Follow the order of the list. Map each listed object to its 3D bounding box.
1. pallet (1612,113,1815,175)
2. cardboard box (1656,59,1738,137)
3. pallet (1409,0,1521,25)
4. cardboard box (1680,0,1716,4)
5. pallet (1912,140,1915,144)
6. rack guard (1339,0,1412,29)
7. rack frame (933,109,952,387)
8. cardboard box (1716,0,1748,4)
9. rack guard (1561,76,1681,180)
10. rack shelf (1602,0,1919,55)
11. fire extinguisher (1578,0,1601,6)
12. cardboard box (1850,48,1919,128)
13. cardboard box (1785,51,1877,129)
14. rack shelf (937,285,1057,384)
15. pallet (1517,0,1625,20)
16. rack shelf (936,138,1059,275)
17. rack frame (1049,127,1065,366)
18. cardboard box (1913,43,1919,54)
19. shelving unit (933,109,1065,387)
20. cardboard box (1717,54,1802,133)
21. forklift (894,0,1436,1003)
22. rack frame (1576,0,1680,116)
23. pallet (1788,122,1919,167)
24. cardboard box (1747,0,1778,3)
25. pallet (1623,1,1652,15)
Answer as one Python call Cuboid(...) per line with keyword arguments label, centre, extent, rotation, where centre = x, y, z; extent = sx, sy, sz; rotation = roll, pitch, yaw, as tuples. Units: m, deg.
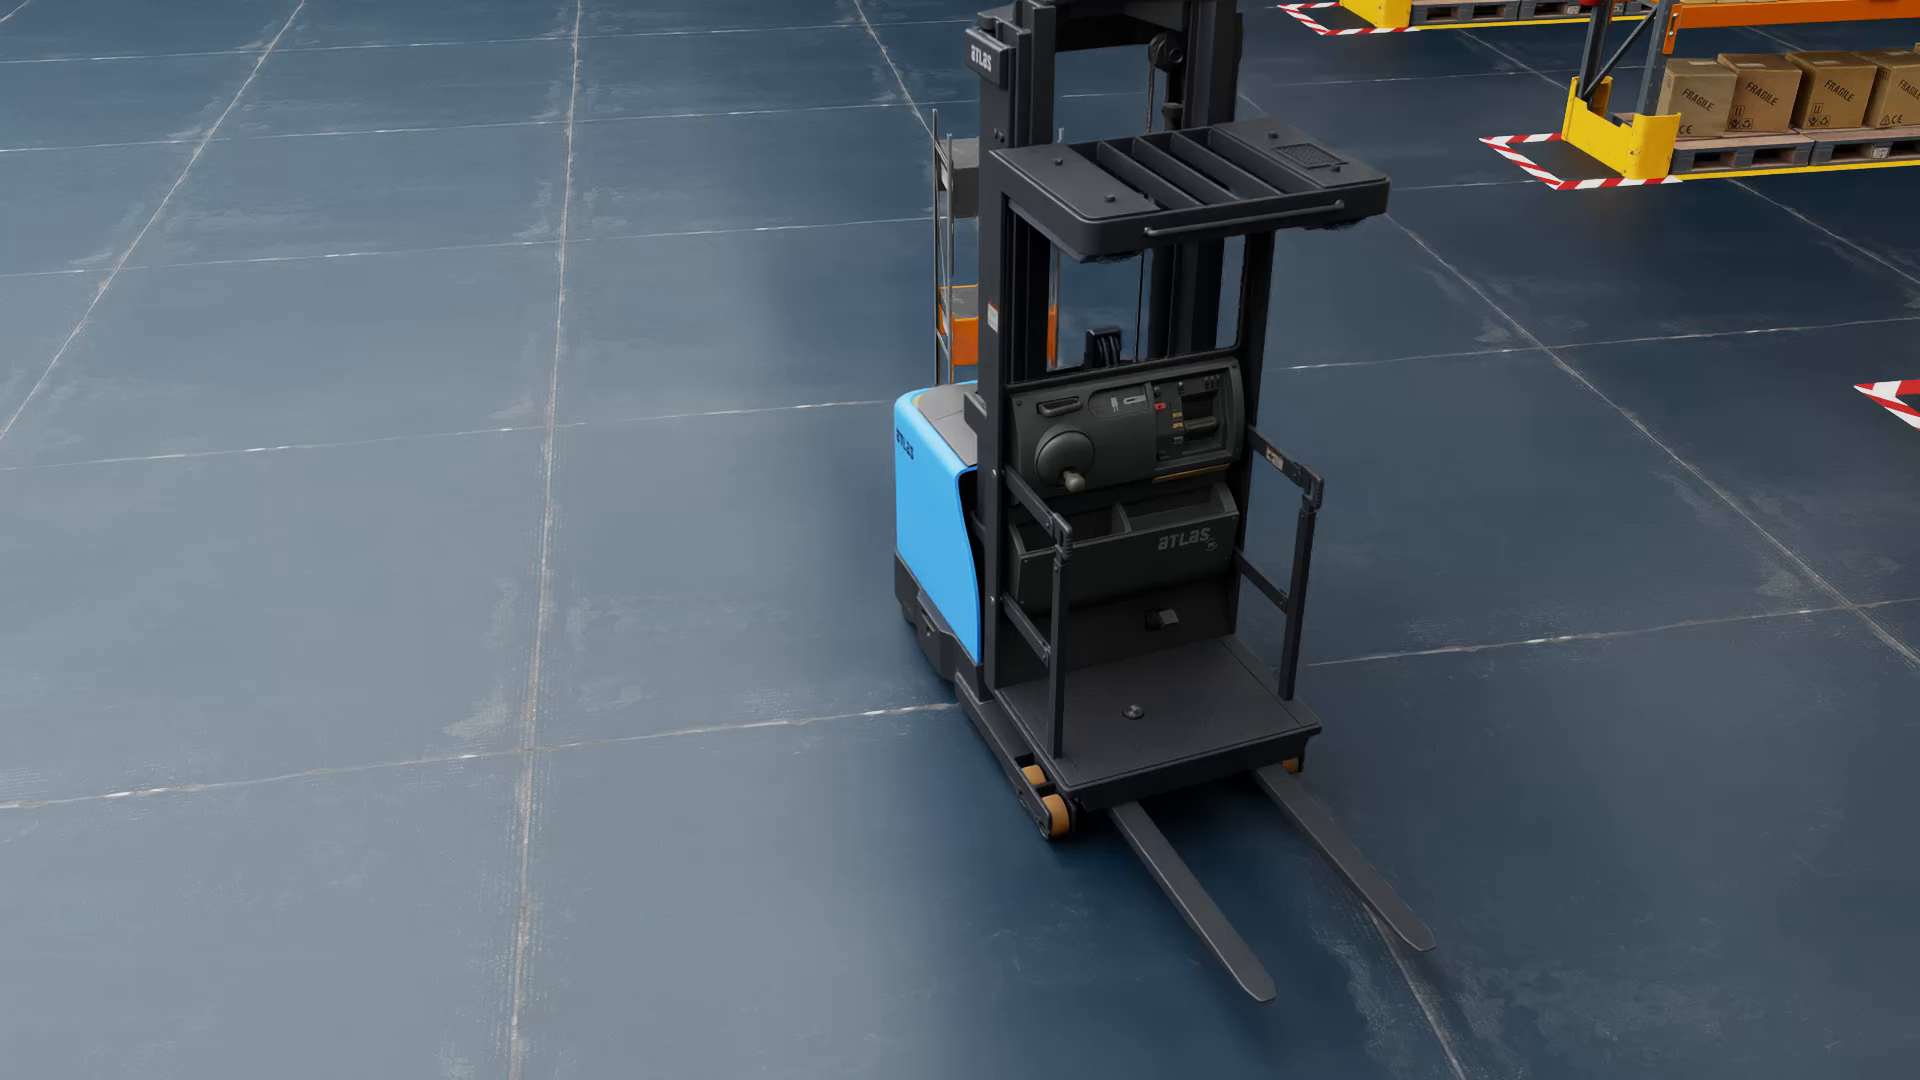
Cuboid(label="pallet", centre=(6.131, -3.277, 13.615), extent=(1.213, 0.211, 1.003), rotation=(-5, 31, -9))
Cuboid(label="cardboard box", centre=(5.868, -3.568, 13.411), extent=(0.500, 0.500, 0.500), rotation=(0, 30, 0))
Cuboid(label="pallet", centre=(5.225, -5.785, 17.881), extent=(1.213, 0.211, 1.003), rotation=(-5, 31, -9))
Cuboid(label="cardboard box", centre=(5.574, -4.215, 12.706), extent=(0.250, 0.149, 0.380), rotation=(-5, 31, -9))
Cuboid(label="pallet", centre=(8.531, -3.500, 13.994), extent=(1.213, 0.211, 1.003), rotation=(-5, 31, -9))
Cuboid(label="rack guard", centre=(4.425, -5.838, 17.686), extent=(0.348, 0.500, 1.175), rotation=(-5, 31, -9))
Cuboid(label="rack frame", centre=(-0.077, -0.898, 7.706), extent=(0.015, 2.100, 0.400), rotation=(-5, 31, -9))
Cuboid(label="cardboard box", centre=(5.824, -4.228, 12.729), extent=(0.250, 0.149, 0.380), rotation=(-5, 31, -9))
Cuboid(label="rack guard", centre=(5.326, -3.345, 13.446), extent=(0.348, 0.500, 1.175), rotation=(-5, 31, -9))
Cuboid(label="rack shelf", centre=(7.218, -4.288, 13.294), extent=(4.000, 0.370, 1.077), rotation=(-5, 31, -9))
Cuboid(label="fire extinguisher", centre=(5.055, -4.602, 13.193), extent=(0.183, 0.674, 0.296), rotation=(-5, 31, -9))
Cuboid(label="cardboard box", centre=(7.626, -3.716, 13.662), extent=(0.500, 0.500, 0.500), rotation=(-8, 31, -13))
Cuboid(label="cardboard box", centre=(7.069, -3.687, 13.614), extent=(0.500, 0.500, 0.500), rotation=(-3, 31, -4))
Cuboid(label="rack shelf", centre=(0.163, -0.908, 7.750), extent=(0.480, 0.518, 0.431), rotation=(-5, 31, -9))
Cuboid(label="pallet", centre=(6.423, -5.895, 18.067), extent=(1.213, 0.211, 1.003), rotation=(-5, 31, -9))
Cuboid(label="rack shelf", centre=(0.163, -1.512, 7.396), extent=(0.480, 0.518, 0.431), rotation=(-5, 31, -9))
Cuboid(label="rack frame", centre=(0.403, -0.943, 7.781), extent=(0.015, 2.100, 0.400), rotation=(-5, 31, -9))
Cuboid(label="cardboard box", centre=(8.223, -3.812, 13.825), extent=(0.500, 0.500, 0.500), rotation=(4, 31, 7))
Cuboid(label="shelving unit", centre=(0.163, -0.920, 7.743), extent=(0.503, 2.100, 0.431), rotation=(-5, 31, -9))
Cuboid(label="cardboard box", centre=(6.450, -3.640, 13.532), extent=(0.500, 0.500, 0.500), rotation=(2, 31, 4))
Cuboid(label="forklift", centre=(0.712, -0.372, 5.991), extent=(1.130, 2.935, 3.031), rotation=(-11, 32, -19))
Cuboid(label="rack frame", centre=(5.251, -4.416, 12.801), extent=(0.127, 3.000, 1.000), rotation=(-5, 31, -9))
Cuboid(label="pallet", centre=(7.329, -3.387, 13.802), extent=(1.213, 0.211, 1.003), rotation=(-5, 31, -9))
Cuboid(label="cardboard box", centre=(6.072, -4.243, 12.755), extent=(0.250, 0.149, 0.380), rotation=(-5, 31, -9))
Cuboid(label="pallet", centre=(7.625, -6.008, 18.259), extent=(1.213, 0.211, 1.003), rotation=(-5, 31, -9))
